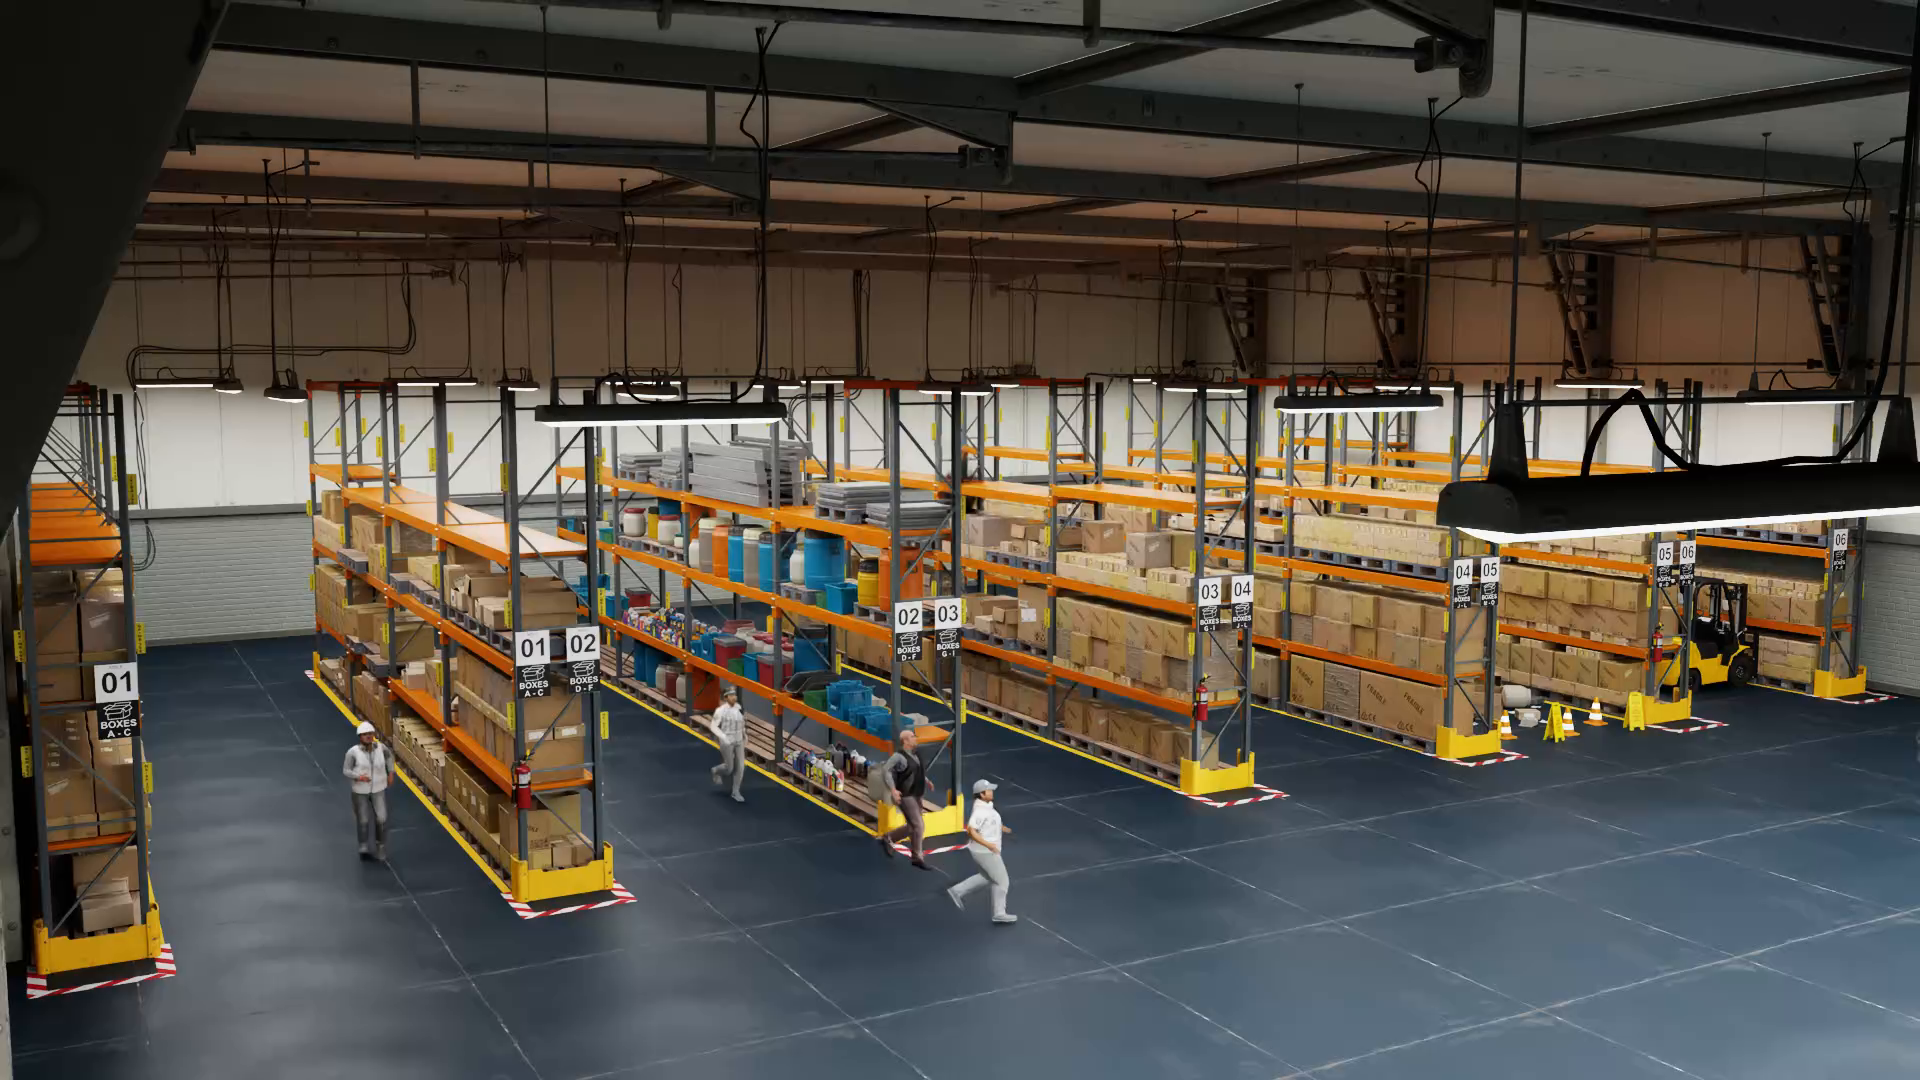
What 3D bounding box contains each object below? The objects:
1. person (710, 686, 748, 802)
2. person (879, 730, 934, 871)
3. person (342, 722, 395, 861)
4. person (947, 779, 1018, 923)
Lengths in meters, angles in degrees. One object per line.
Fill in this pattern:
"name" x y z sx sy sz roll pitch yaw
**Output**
"person" -3.358 2.940 24.271 0.619 1.676 0.721 -5 8 -39
"person" -0.634 3.263 21.045 0.796 1.703 0.697 3 7 26
"person" -7.511 3.219 21.189 0.669 1.829 0.726 -3 7 -30
"person" 0.255 3.518 18.842 0.803 1.632 0.620 0 6 -1
